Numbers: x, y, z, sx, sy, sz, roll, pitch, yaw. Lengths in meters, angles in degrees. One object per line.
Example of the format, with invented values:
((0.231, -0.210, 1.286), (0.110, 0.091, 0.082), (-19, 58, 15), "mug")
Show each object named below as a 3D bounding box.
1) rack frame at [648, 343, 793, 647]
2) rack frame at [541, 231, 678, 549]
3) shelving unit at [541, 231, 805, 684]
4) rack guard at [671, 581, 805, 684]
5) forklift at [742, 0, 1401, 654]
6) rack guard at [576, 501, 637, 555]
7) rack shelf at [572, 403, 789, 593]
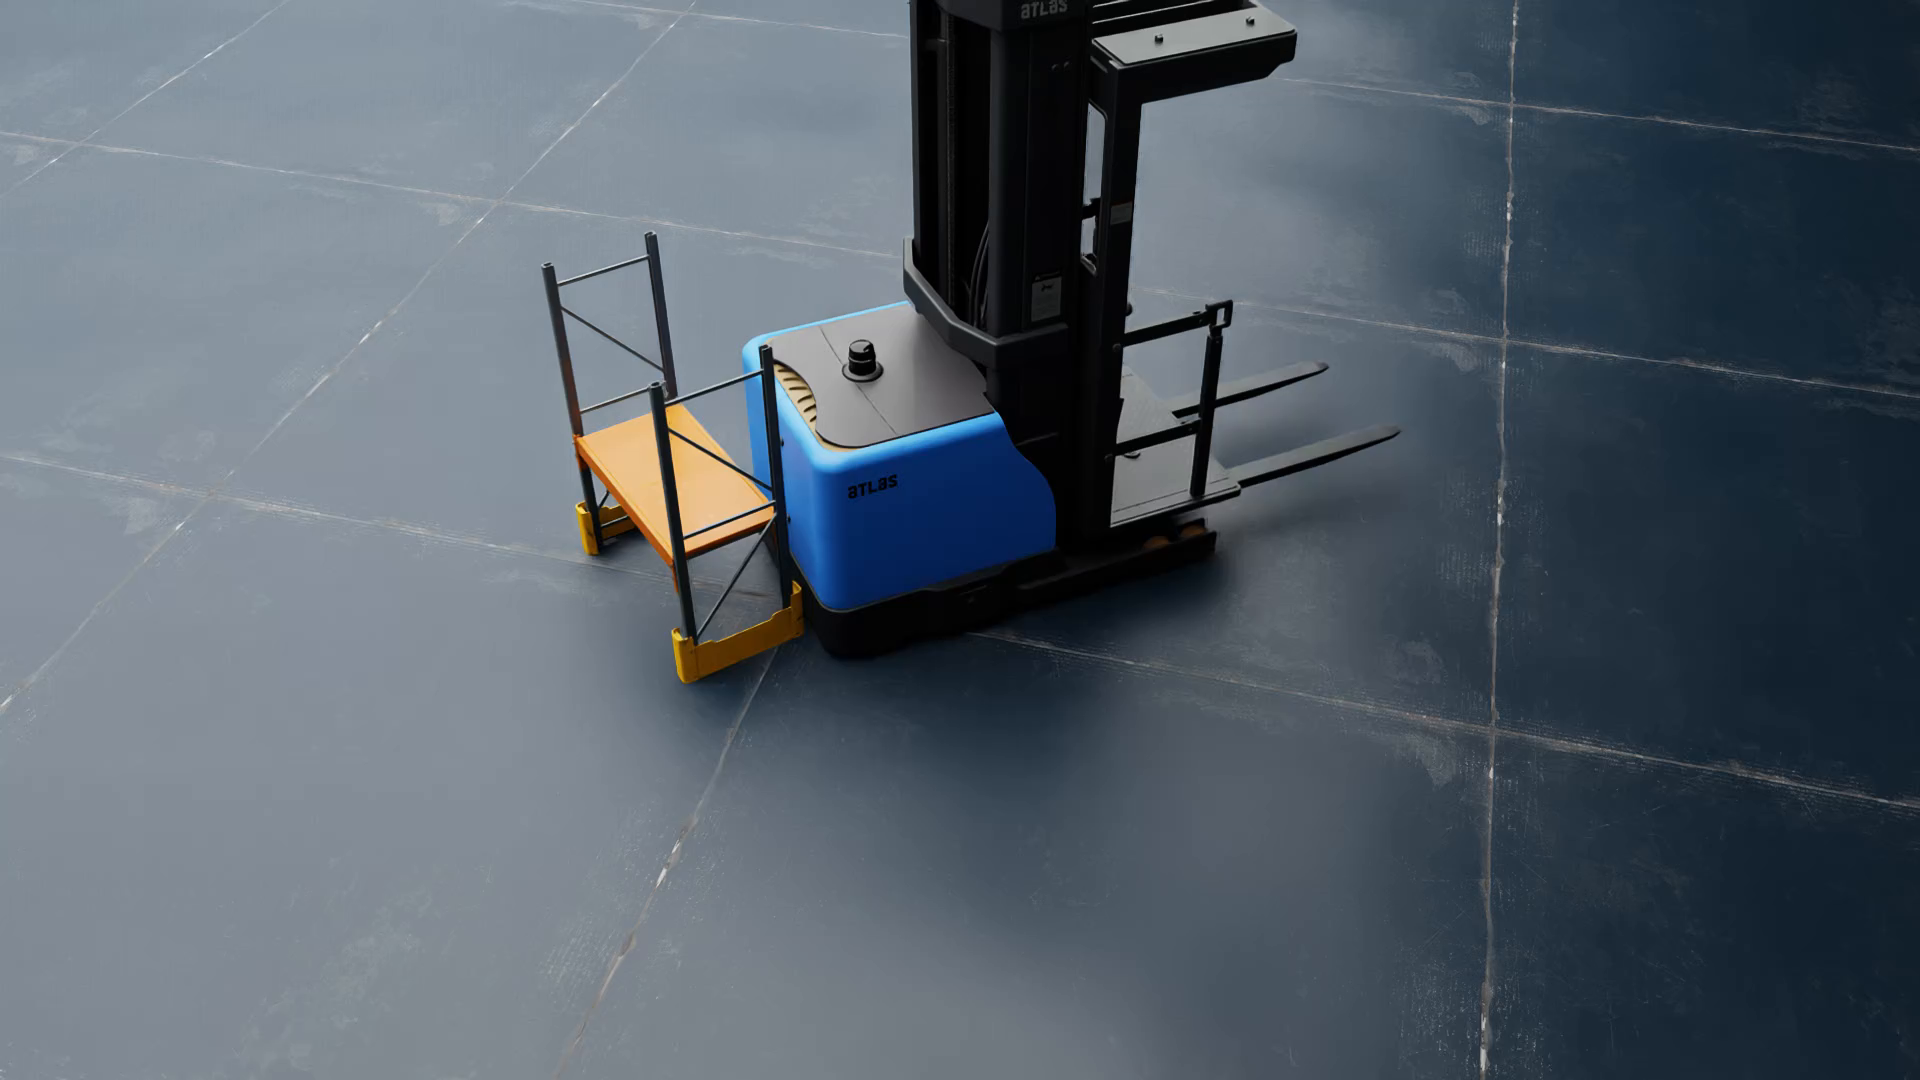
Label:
((-0.928, -0.077, 6.675), (0.500, 1.500, 0.032), (-23, 45, -25), "rack frame")
((-1.484, -0.624, 7.327), (0.500, 1.500, 0.032), (-23, 45, -25), "rack frame")
((-1.211, -0.355, 7.007), (0.587, 1.500, 1.083), (-23, 45, -25), "shelving unit")
((-0.938, 0.391, 7.090), (0.587, 0.250, 0.087), (-23, 45, -25), "rack guard")
((0.615, -1.271, 6.984), (3.031, 2.935, 1.130), (-16, 43, -18), "forklift")
((-1.483, -0.145, 7.728), (0.587, 0.250, 0.087), (-23, 45, -25), "rack guard")
((-1.206, -0.213, 7.117), (0.538, 0.185, 1.000), (-23, 45, -25), "rack shelf")
